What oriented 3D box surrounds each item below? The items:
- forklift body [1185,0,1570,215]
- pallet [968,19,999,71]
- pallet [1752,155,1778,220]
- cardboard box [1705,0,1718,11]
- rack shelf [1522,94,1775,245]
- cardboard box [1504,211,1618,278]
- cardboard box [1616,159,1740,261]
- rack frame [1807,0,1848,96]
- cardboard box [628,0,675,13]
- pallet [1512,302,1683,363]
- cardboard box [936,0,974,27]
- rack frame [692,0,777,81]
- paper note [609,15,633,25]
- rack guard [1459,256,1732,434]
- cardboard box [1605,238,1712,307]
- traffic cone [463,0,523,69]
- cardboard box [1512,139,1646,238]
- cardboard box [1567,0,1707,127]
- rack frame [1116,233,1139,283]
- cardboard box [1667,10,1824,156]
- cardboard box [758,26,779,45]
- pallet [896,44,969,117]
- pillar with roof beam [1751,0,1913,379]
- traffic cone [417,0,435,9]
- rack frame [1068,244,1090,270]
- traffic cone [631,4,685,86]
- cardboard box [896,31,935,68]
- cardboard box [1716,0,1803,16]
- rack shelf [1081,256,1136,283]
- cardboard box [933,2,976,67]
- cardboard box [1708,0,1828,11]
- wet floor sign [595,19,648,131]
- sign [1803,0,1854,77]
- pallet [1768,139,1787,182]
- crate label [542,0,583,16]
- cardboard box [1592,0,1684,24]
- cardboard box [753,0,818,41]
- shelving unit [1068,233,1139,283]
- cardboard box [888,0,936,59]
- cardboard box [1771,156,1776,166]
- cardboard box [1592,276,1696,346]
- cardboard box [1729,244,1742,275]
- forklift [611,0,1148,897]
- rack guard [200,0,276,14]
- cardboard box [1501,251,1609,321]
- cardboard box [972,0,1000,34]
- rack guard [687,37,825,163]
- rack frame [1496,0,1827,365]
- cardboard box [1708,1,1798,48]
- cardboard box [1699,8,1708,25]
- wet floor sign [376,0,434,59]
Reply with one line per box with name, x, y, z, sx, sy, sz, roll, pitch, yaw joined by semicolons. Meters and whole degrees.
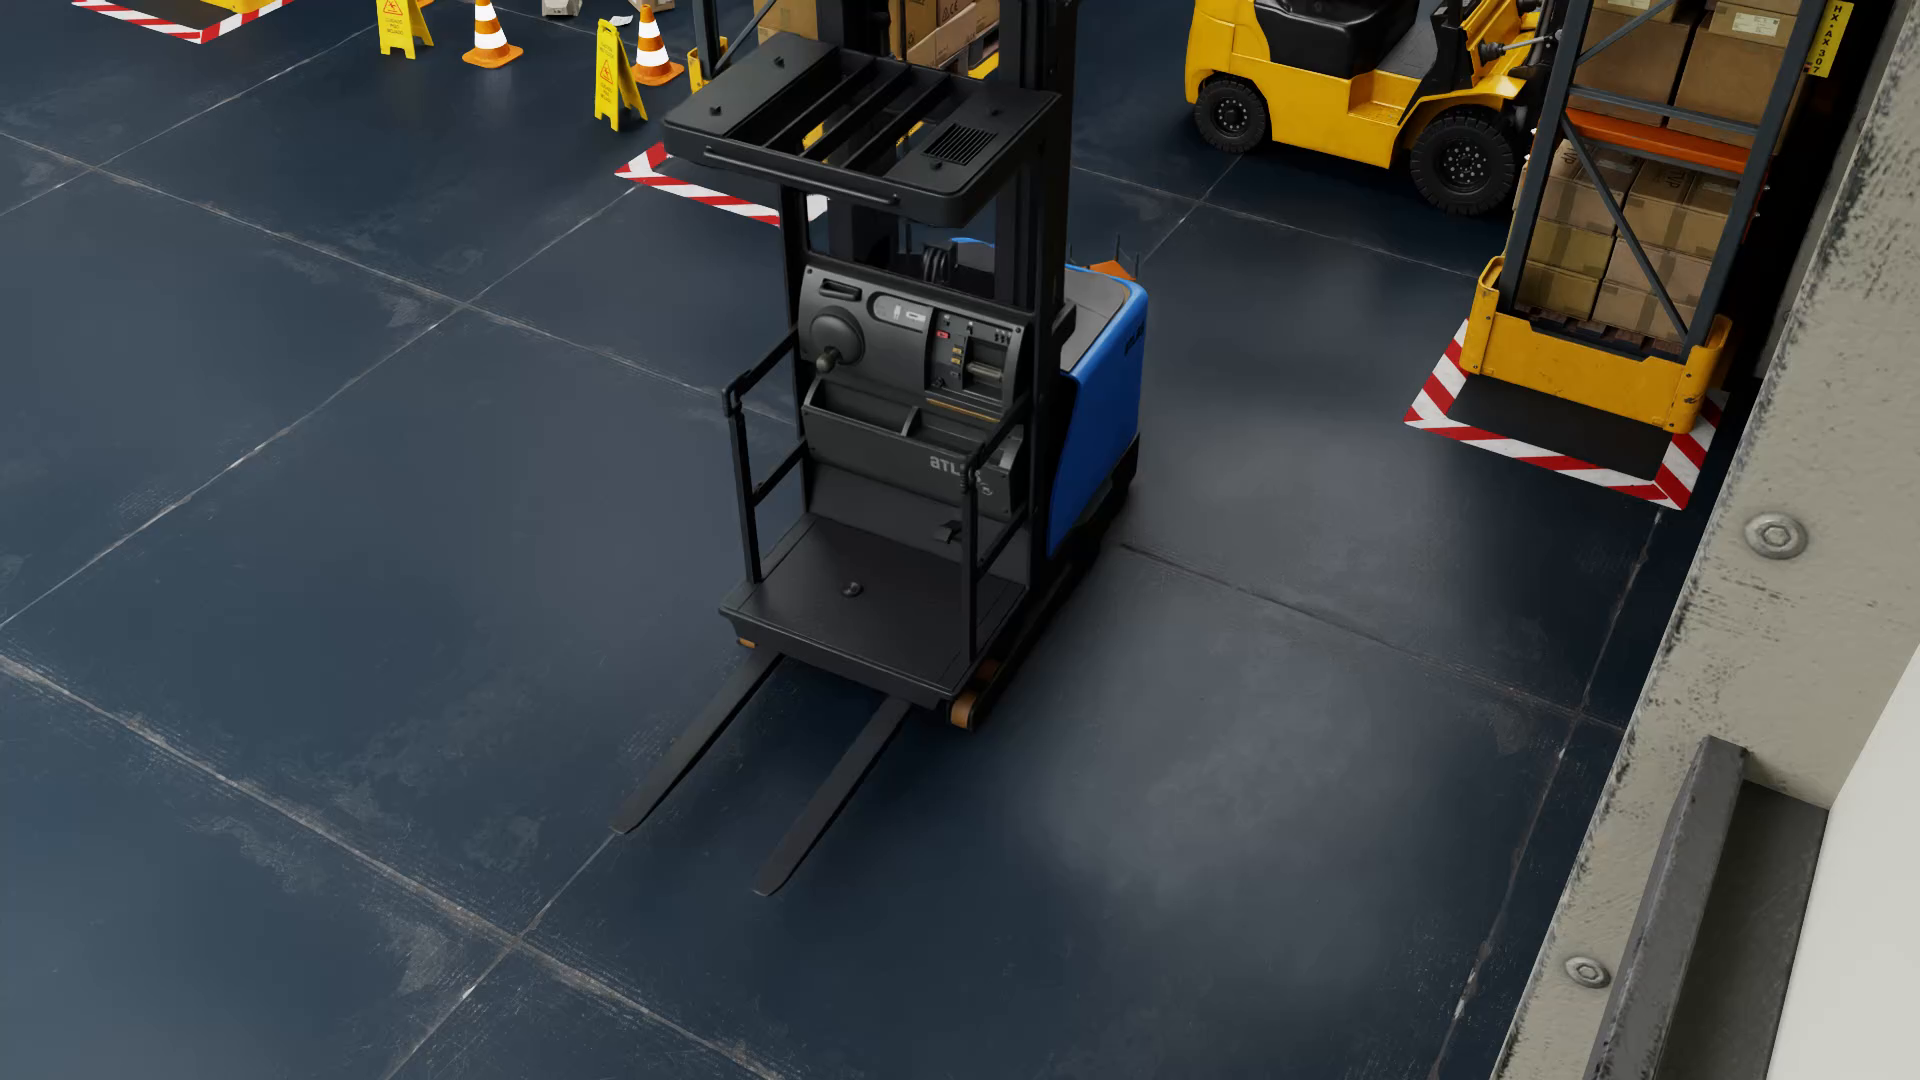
forklift body;2.529;-3.303;9.689;2.313;2.155;1.214;21;45;22
pallet;-0.054;-3.718;11.628;1.003;0.211;1.213;21;45;22
pallet;4.117;-2.034;9.715;1.003;0.211;1.213;21;45;22
cardboard box;3.622;-2.485;7.551;0.380;0.149;0.250;21;45;22
rack shelf;4.160;-2.808;9.029;1.077;0.370;4.000;21;45;22
cardboard box;3.132;-1.629;8.530;0.500;0.250;0.500;20;45;22
cardboard box;3.564;-1.647;8.172;0.500;0.250;0.500;20;45;21
rack frame;5.161;-4.222;10.090;1.000;3.000;0.127;21;45;22
cardboard box;-2.234;-3.921;11.905;0.250;0.149;0.380;-21;45;-22
pallet;3.506;-1.338;8.926;1.003;0.211;1.213;21;45;22
cardboard box;-0.228;-3.665;10.652;0.500;0.500;0.500;19;45;21
rack frame;-1.140;-3.573;9.353;1.000;3.000;0.127;21;45;22
paper note;-2.391;-3.658;11.696;0.148;0.019;0.142;7;42;8
rack guard;3.147;-0.982;8.302;1.175;0.500;0.348;21;45;22
cardboard box;3.574;-1.447;8.324;0.500;0.250;0.500;22;46;23
traffic cone;-3.173;-3.466;11.151;0.336;0.463;0.334;21;45;22
cardboard box;3.120;-1.801;8.347;0.500;0.250;0.500;22;46;23
cardboard box;3.178;-2.339;7.877;0.500;0.500;0.500;20;45;21
rack frame;0.759;-0.942;7.840;0.008;1.050;0.200;-16;44;-17
cardboard box;3.648;-2.163;7.676;0.500;0.500;0.500;22;46;23
cardboard box;-0.957;-3.264;10.765;0.500;0.250;0.500;21;45;22
pallet;-0.665;-3.023;10.839;1.003;0.211;1.213;21;45;22
pillar with roof beam;0.561;-5.709;7.239;9.100;9.000;0.400;21;45;22
traffic cone;-3.981;-4.034;11.797;0.336;0.463;0.334;21;45;22
rack frame;0.534;-0.879;7.768;0.008;1.050;0.200;-16;44;-17
traffic cone;-2.042;-3.293;10.955;0.336;0.463;0.334;21;45;22
cardboard box;-0.497;-3.069;10.543;0.500;0.250;0.500;21;45;22
cardboard box;3.512;-2.448;7.284;0.380;0.149;0.250;20;45;21
rack shelf;0.646;-1.116;7.625;0.240;0.259;0.215;-16;44;-17
cardboard box;-0.235;-3.358;10.872;0.500;0.250;0.500;23;46;24
cardboard box;3.889;-2.468;8.023;0.500;0.500;0.500;22;46;23
wet floor sign;-2.162;-2.934;10.410;0.232;0.644;0.267;-29;49;-29
sign;3.637;-2.101;6.967;0.100;0.325;0.005;21;45;22
pallet;4.727;-2.735;10.511;1.003;0.211;1.213;21;45;22
crate label;-2.833;-3.814;11.793;0.250;0.136;0.298;0;41;0
cardboard box;3.090;-2.505;7.574;0.380;0.149;0.250;22;46;23
cardboard box;-0.965;-3.525;10.494;0.500;0.500;0.500;21;46;22
shelving unit;0.646;-0.911;7.804;0.252;1.050;0.215;-16;44;-17
cardboard box;-0.486;-3.364;10.311;0.500;0.500;0.500;19;45;21
cardboard box;4.589;-2.426;9.814;0.500;0.250;0.500;21;46;22
cardboard box;3.574;-1.275;8.507;0.500;0.250;0.500;21;46;22
cardboard box;3.850;-1.555;8.825;0.500;0.250;0.500;21;46;22
forklift;-0.286;-0.676;6.116;1.130;2.935;3.031;19;45;20
rack guard;-5.488;-4.200;11.957;1.175;0.500;0.348;21;45;22
cardboard box;3.121;-1.432;8.685;0.500;0.250;0.500;21;46;22
cardboard box;0.027;-3.675;11.231;0.500;0.250;0.500;24;47;25
rack guard;-1.102;-2.678;10.229;1.175;0.500;0.348;21;45;22
rack frame;3.159;-1.933;7.491;1.000;3.000;0.127;21;45;22
cardboard box;3.553;-2.323;7.367;0.380;0.149;0.250;20;45;21
cardboard box;3.446;-2.633;8.210;0.500;0.500;0.500;22;46;23
wet floor sign;-3.777;-3.597;11.162;0.267;0.644;0.232;14;43;15
